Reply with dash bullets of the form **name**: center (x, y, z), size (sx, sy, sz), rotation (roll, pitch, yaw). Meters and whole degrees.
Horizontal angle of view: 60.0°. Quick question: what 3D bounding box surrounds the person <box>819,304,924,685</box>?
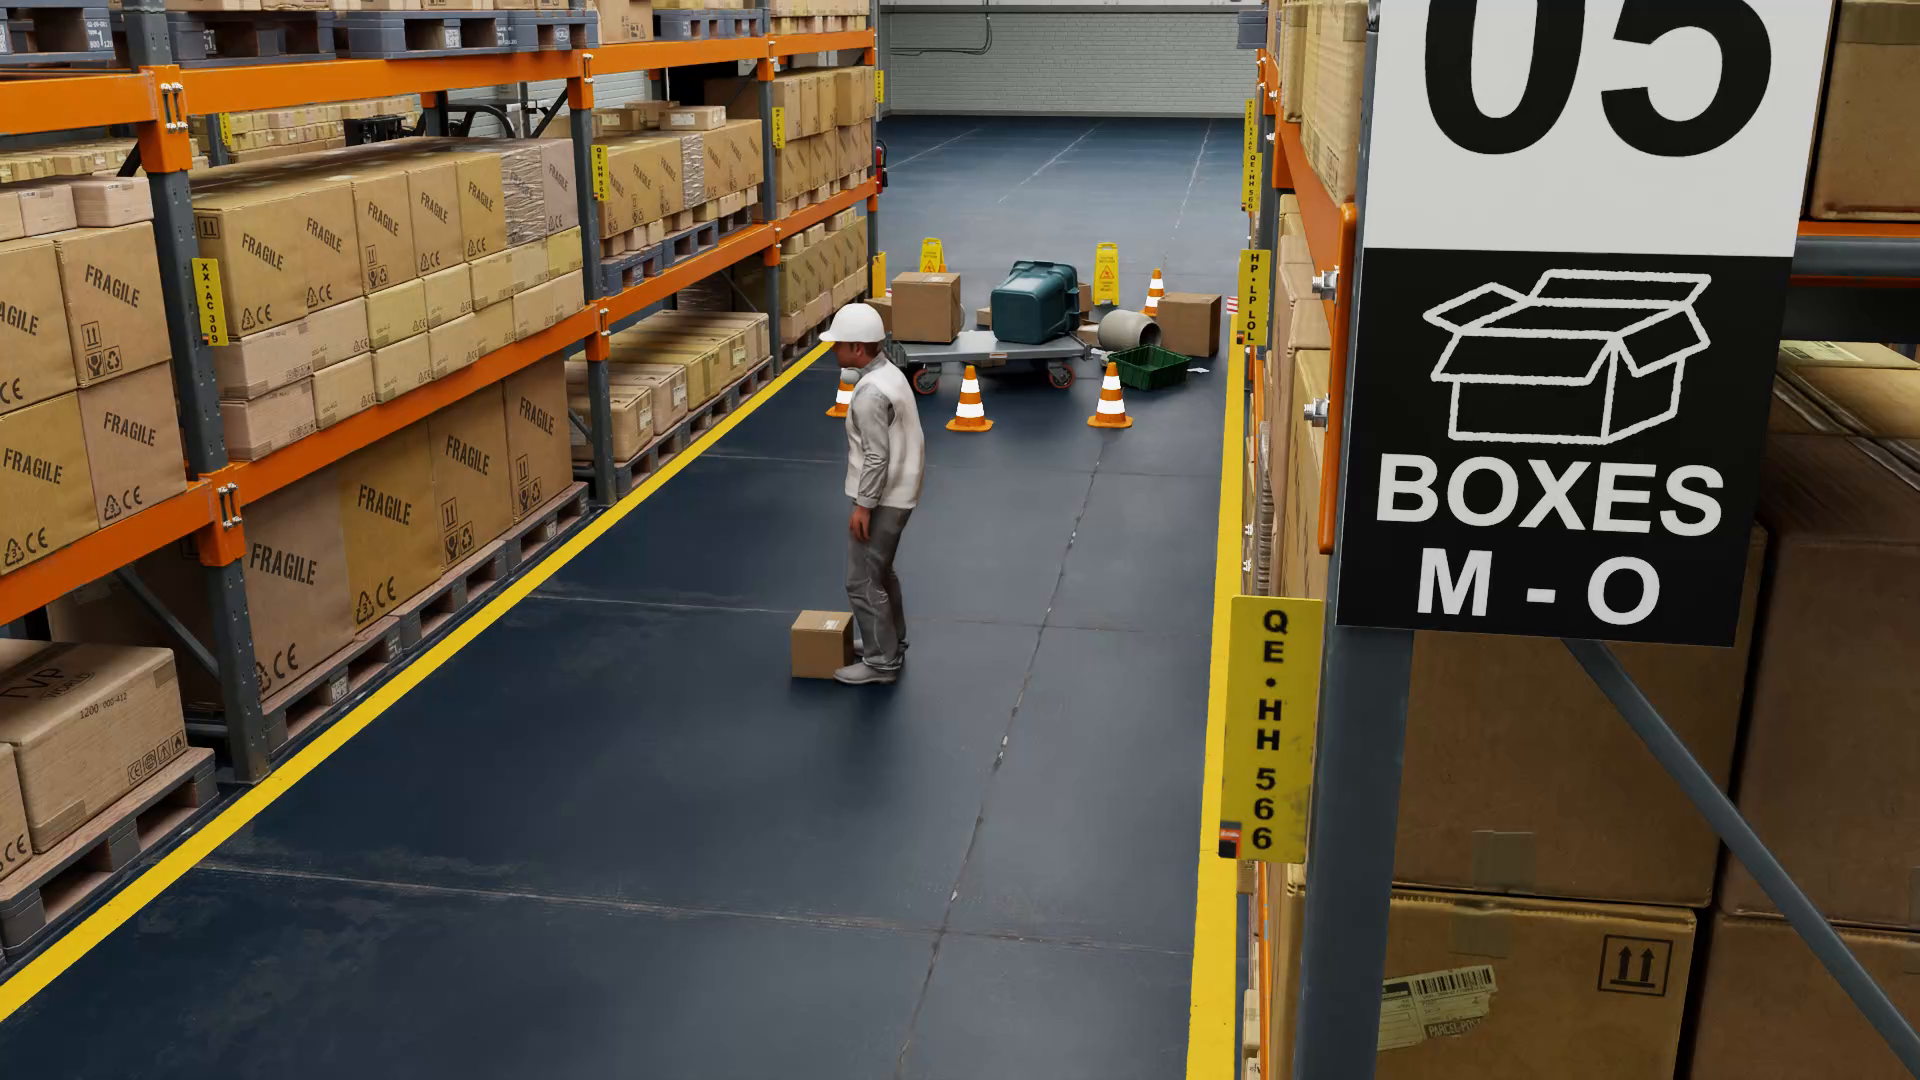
- **person**: center (-0.395, -0.210, 7.670), size (0.465, 1.767, 0.589), rotation (2, 18, 5)
